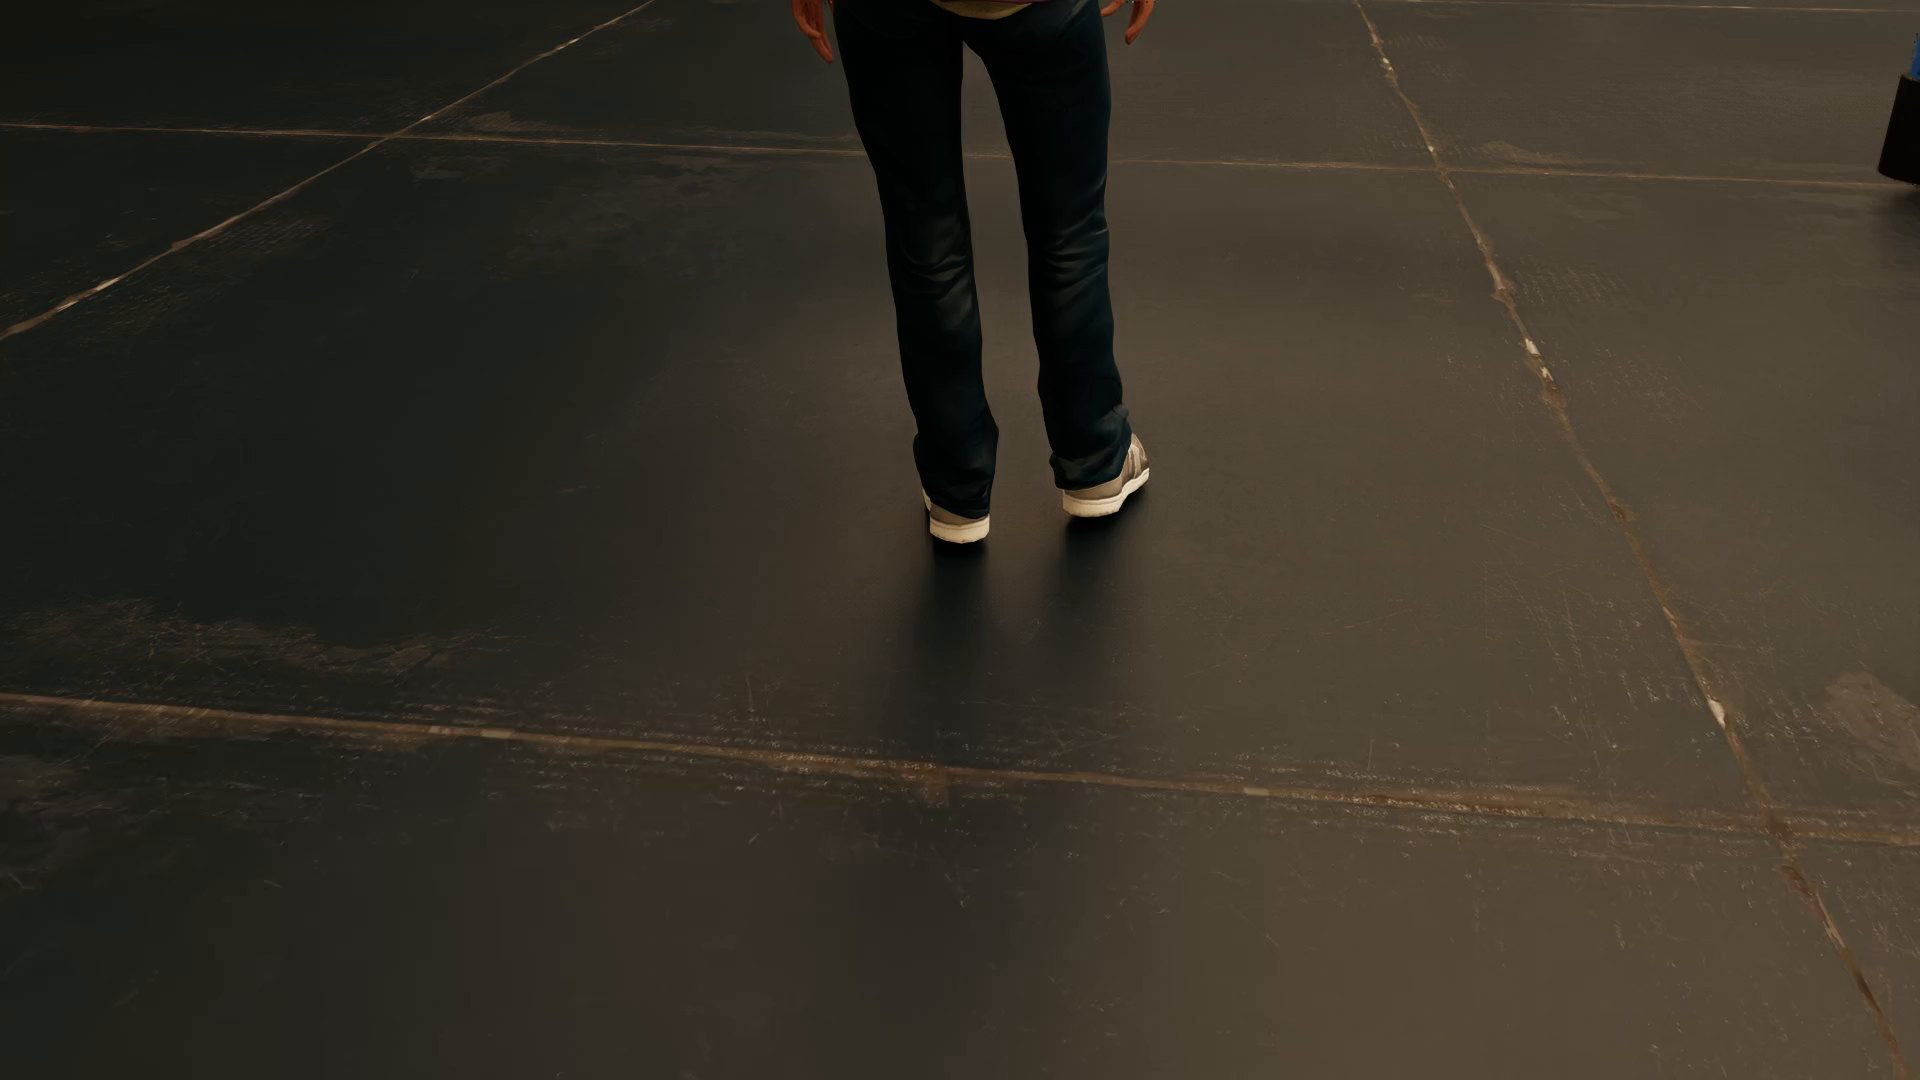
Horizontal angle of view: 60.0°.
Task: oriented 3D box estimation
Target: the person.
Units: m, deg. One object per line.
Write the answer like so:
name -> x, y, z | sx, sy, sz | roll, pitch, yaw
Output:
person -> 0.024, -0.754, 2.205 | 0.520, 1.599, 0.473 | 3, 27, 7

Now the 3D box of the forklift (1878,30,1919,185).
forklift -> 3.847, -2.323, 3.874 | 3.031, 2.935, 1.130 | -15, 30, -27
